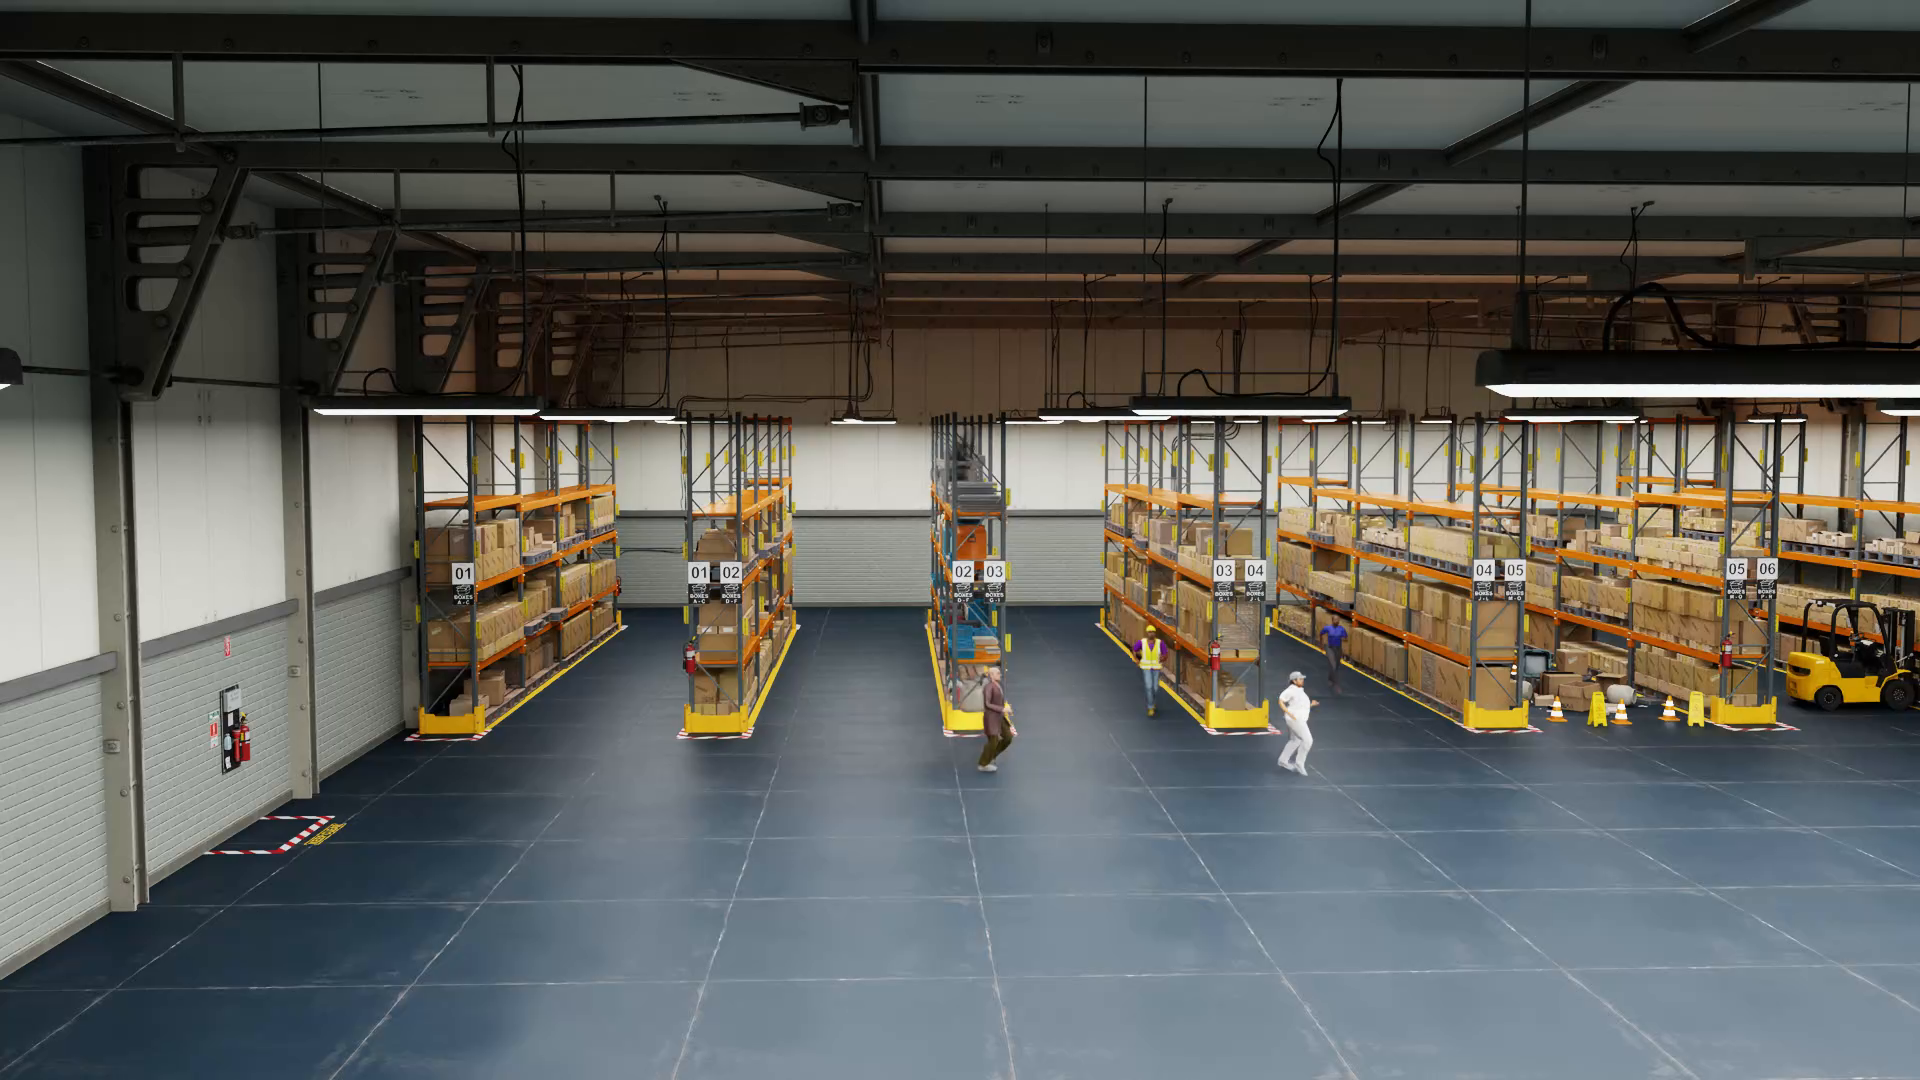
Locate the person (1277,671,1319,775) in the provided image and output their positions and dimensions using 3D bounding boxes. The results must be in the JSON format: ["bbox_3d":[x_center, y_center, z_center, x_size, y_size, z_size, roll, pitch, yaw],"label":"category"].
[{"bbox_3d":[5.581,3.036,27.507,0.686,1.708,0.582,2,4,23],"label":"person"}]

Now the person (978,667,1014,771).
[{"bbox_3d":[0.617,2.970,27.544,0.679,1.756,0.743,2,4,25],"label":"person"}]

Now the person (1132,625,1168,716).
[{"bbox_3d":[3.806,2.579,33.203,0.701,1.769,0.827,0,4,-1],"label":"person"}]

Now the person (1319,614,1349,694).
[{"bbox_3d":[8.088,2.475,35.934,0.567,1.561,0.900,-1,4,-8],"label":"person"}]
